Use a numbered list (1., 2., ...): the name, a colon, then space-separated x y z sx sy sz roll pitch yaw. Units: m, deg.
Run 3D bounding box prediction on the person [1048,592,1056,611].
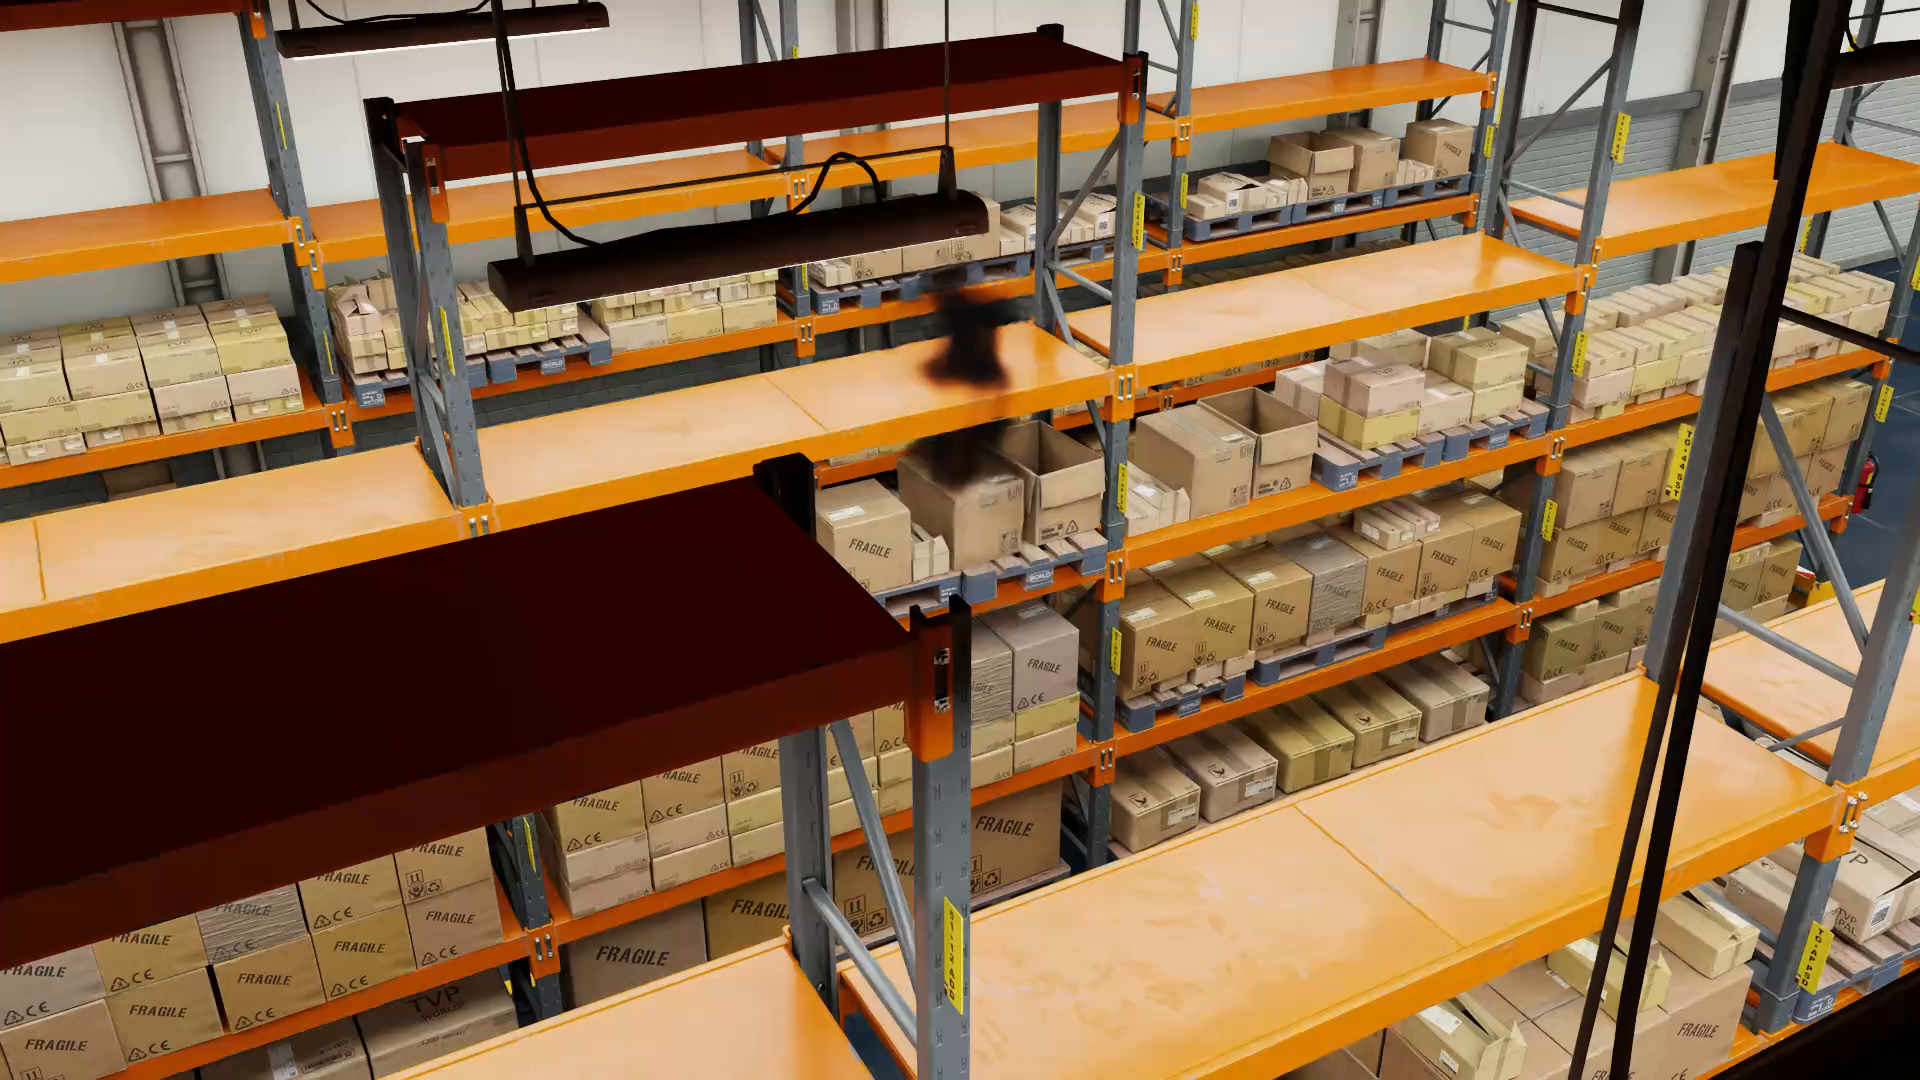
1. person: 1.028 0.469 14.268 0.727 1.756 0.711 -14 31 -24
